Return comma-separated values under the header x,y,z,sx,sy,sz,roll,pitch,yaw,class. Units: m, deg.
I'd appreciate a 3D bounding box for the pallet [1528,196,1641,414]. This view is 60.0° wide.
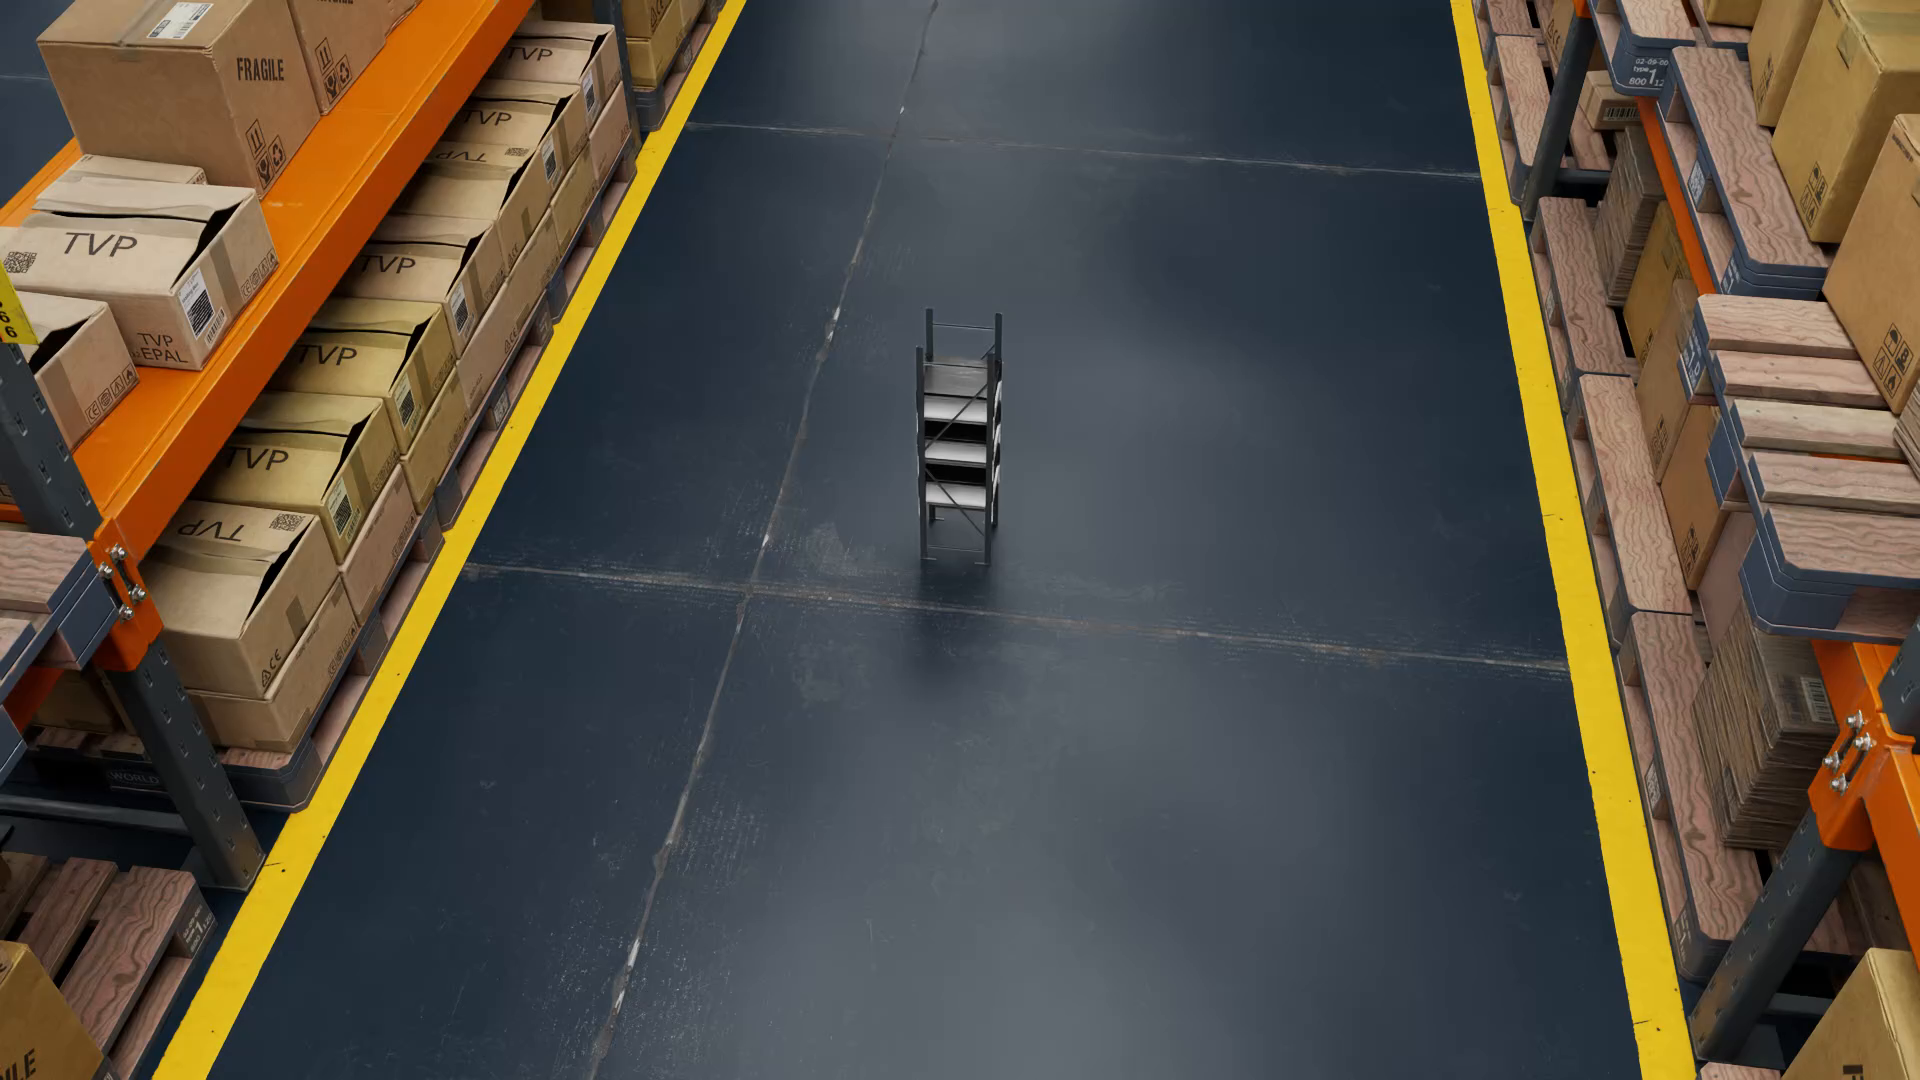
x,y,z,sx,sy,sz,roll,pitch,yaw,class
2.842,-0.914,6.561,1.003,0.211,1.213,5,44,6,pallet

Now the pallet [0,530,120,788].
x,y,z,sx,sy,sz,roll,pitch,yaw,class
-2.516,0.360,3.328,1.213,0.211,1.003,5,44,6,pallet

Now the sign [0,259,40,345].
x,y,z,sx,sy,sz,roll,pitch,yaw,class
-1.957,-0.527,3.341,0.100,0.325,0.005,5,44,6,sign

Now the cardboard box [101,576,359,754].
x,y,z,sx,sy,sz,roll,pitch,yaw,class
-2.136,0.337,4.907,0.500,0.250,0.500,5,44,5,cardboard box

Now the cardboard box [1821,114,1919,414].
x,y,z,sx,sy,sz,roll,pitch,yaw,class
2.514,-0.631,3.842,0.700,0.500,0.500,1,43,2,cardboard box

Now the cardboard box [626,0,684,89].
x,y,z,sx,sy,sz,roll,pitch,yaw,class
-1.606,-2.347,7.742,0.500,0.250,0.500,5,44,6,cardboard box

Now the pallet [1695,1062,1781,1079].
x,y,z,sx,sy,sz,roll,pitch,yaw,class
2.235,1.812,3.682,1.003,0.211,1.213,5,44,6,pallet

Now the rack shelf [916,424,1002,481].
x,y,z,sx,sy,sz,roll,pitch,yaw,class
-0.001,-0.297,5.458,0.258,0.077,0.200,5,44,6,rack shelf

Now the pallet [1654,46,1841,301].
x,y,z,sx,sy,sz,roll,pitch,yaw,class
2.635,-1.014,4.779,1.003,0.211,1.213,5,44,6,pallet

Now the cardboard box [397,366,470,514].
x,y,z,sx,sy,sz,roll,pitch,yaw,class
-2.008,-0.360,5.643,0.500,0.250,0.500,4,44,4,cardboard box

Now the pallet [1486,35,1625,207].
x,y,z,sx,sy,sz,roll,pitch,yaw,class
2.997,-1.905,7.609,1.003,0.211,1.213,5,44,6,pallet

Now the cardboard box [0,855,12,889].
x,y,z,sx,sy,sz,roll,pitch,yaw,class
-2.840,0.854,4.165,0.500,0.500,0.500,7,44,7,cardboard box

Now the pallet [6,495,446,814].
x,y,z,sx,sy,sz,roll,pitch,yaw,class
-2.349,0.277,5.304,1.003,0.211,1.213,5,44,6,pallet

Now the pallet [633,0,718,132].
x,y,z,sx,sy,sz,roll,pitch,yaw,class
-1.821,-2.430,8.163,1.003,0.211,1.213,5,44,6,pallet

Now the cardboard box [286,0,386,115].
x,y,z,sx,sy,sz,roll,pitch,yaw,class
-2.221,-1.719,5.311,0.500,0.500,0.500,5,44,6,cardboard box

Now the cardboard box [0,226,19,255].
x,y,z,sx,sy,sz,roll,pitch,yaw,class
-2.651,-0.725,4.517,0.380,0.149,0.250,5,44,6,cardboard box

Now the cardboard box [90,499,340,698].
x,y,z,sx,sy,sz,roll,pitch,yaw,class
-2.136,0.134,4.714,0.500,0.311,0.500,7,44,7,cardboard box

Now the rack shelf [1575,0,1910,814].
x,y,z,sx,sy,sz,roll,pitch,yaw,class
2.679,-0.833,4.971,1.077,0.370,4.000,5,44,6,rack shelf

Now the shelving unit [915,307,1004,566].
x,y,z,sx,sy,sz,roll,pitch,yaw,class
-0.001,-0.321,5.435,0.258,0.900,0.210,5,44,6,shelving unit

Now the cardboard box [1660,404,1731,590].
x,y,z,sx,sy,sz,roll,pitch,yaw,class
2.679,-0.160,5.235,0.700,0.500,0.500,5,44,5,cardboard box

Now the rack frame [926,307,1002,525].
x,y,z,sx,sy,sz,roll,pitch,yaw,class
0.012,-0.391,5.508,0.240,0.900,0.006,5,44,6,rack frame

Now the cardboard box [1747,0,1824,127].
x,y,z,sx,sy,sz,roll,pitch,yaw,class
2.705,-1.477,4.736,0.700,0.500,0.500,11,45,11,cardboard box

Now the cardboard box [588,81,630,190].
x,y,z,sx,sy,sz,roll,pitch,yaw,class
-1.735,-1.750,7.111,0.500,0.250,0.500,5,44,5,cardboard box

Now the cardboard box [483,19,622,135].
x,y,z,sx,sy,sz,roll,pitch,yaw,class
-1.737,-1.960,6.925,0.500,0.311,0.500,5,44,6,cardboard box

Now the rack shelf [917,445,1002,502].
x,y,z,sx,sy,sz,roll,pitch,yaw,class
-0.001,-0.232,5.520,0.258,0.077,0.200,5,44,6,rack shelf

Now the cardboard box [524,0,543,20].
x,y,z,sx,sy,sz,roll,pitch,yaw,class
-2.123,-2.394,7.792,0.500,0.250,0.500,5,44,6,cardboard box

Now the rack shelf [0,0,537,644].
x,y,z,sx,sy,sz,roll,pitch,yaw,class
-2.232,-1.280,5.444,1.077,0.370,4.000,5,44,6,rack shelf

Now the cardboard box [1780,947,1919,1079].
x,y,z,sx,sy,sz,roll,pitch,yaw,class
2.187,1.387,3.362,0.750,0.750,0.750,5,44,5,cardboard box

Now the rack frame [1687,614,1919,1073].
x,y,z,sx,sy,sz,roll,pitch,yaw,class
2.414,0.269,3.284,1.000,3.000,0.127,5,44,6,rack frame

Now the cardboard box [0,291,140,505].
x,y,z,sx,sy,sz,roll,pitch,yaw,class
-2.405,-0.390,4.045,0.500,0.311,0.500,8,44,8,cardboard box

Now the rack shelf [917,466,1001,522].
x,y,z,sx,sy,sz,roll,pitch,yaw,class
-0.001,-0.166,5.581,0.258,0.077,0.200,5,44,6,rack shelf

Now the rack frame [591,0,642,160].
x,y,z,sx,sy,sz,roll,pitch,yaw,class
-1.968,-2.905,6.636,1.000,3.000,0.127,5,44,6,rack frame

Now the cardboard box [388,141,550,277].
x,y,z,sx,sy,sz,roll,pitch,yaw,class
-1.868,-1.265,6.191,0.500,0.311,0.500,5,44,5,cardboard box

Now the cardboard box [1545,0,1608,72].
x,y,z,sx,sy,sz,roll,pitch,yaw,class
3.041,-2.420,7.622,0.500,0.500,0.500,2,43,2,cardboard box

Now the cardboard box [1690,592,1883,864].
x,y,z,sx,sy,sz,roll,pitch,yaw,class
2.458,0.522,4.515,0.700,0.500,0.500,6,44,6,cardboard box

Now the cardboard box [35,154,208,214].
x,y,z,sx,sy,sz,roll,pitch,yaw,class
-2.384,-0.961,4.766,0.380,0.149,0.250,8,44,9,cardboard box

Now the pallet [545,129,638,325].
x,y,z,sx,sy,sz,roll,pitch,yaw,class
-2.026,-1.386,7.061,1.003,0.211,1.213,5,44,6,pallet

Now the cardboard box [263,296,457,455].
x,y,z,sx,sy,sz,roll,pitch,yaw,class
-2.005,-0.573,5.460,0.500,0.311,0.500,4,44,4,cardboard box

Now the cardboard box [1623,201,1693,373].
x,y,z,sx,sy,sz,roll,pitch,yaw,class
2.844,-0.849,5.963,0.700,0.500,0.500,4,44,5,cardboard box

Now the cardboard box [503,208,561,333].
x,y,z,sx,sy,sz,roll,pitch,yaw,class
-1.871,-1.056,6.378,0.500,0.250,0.500,6,44,6,cardboard box
